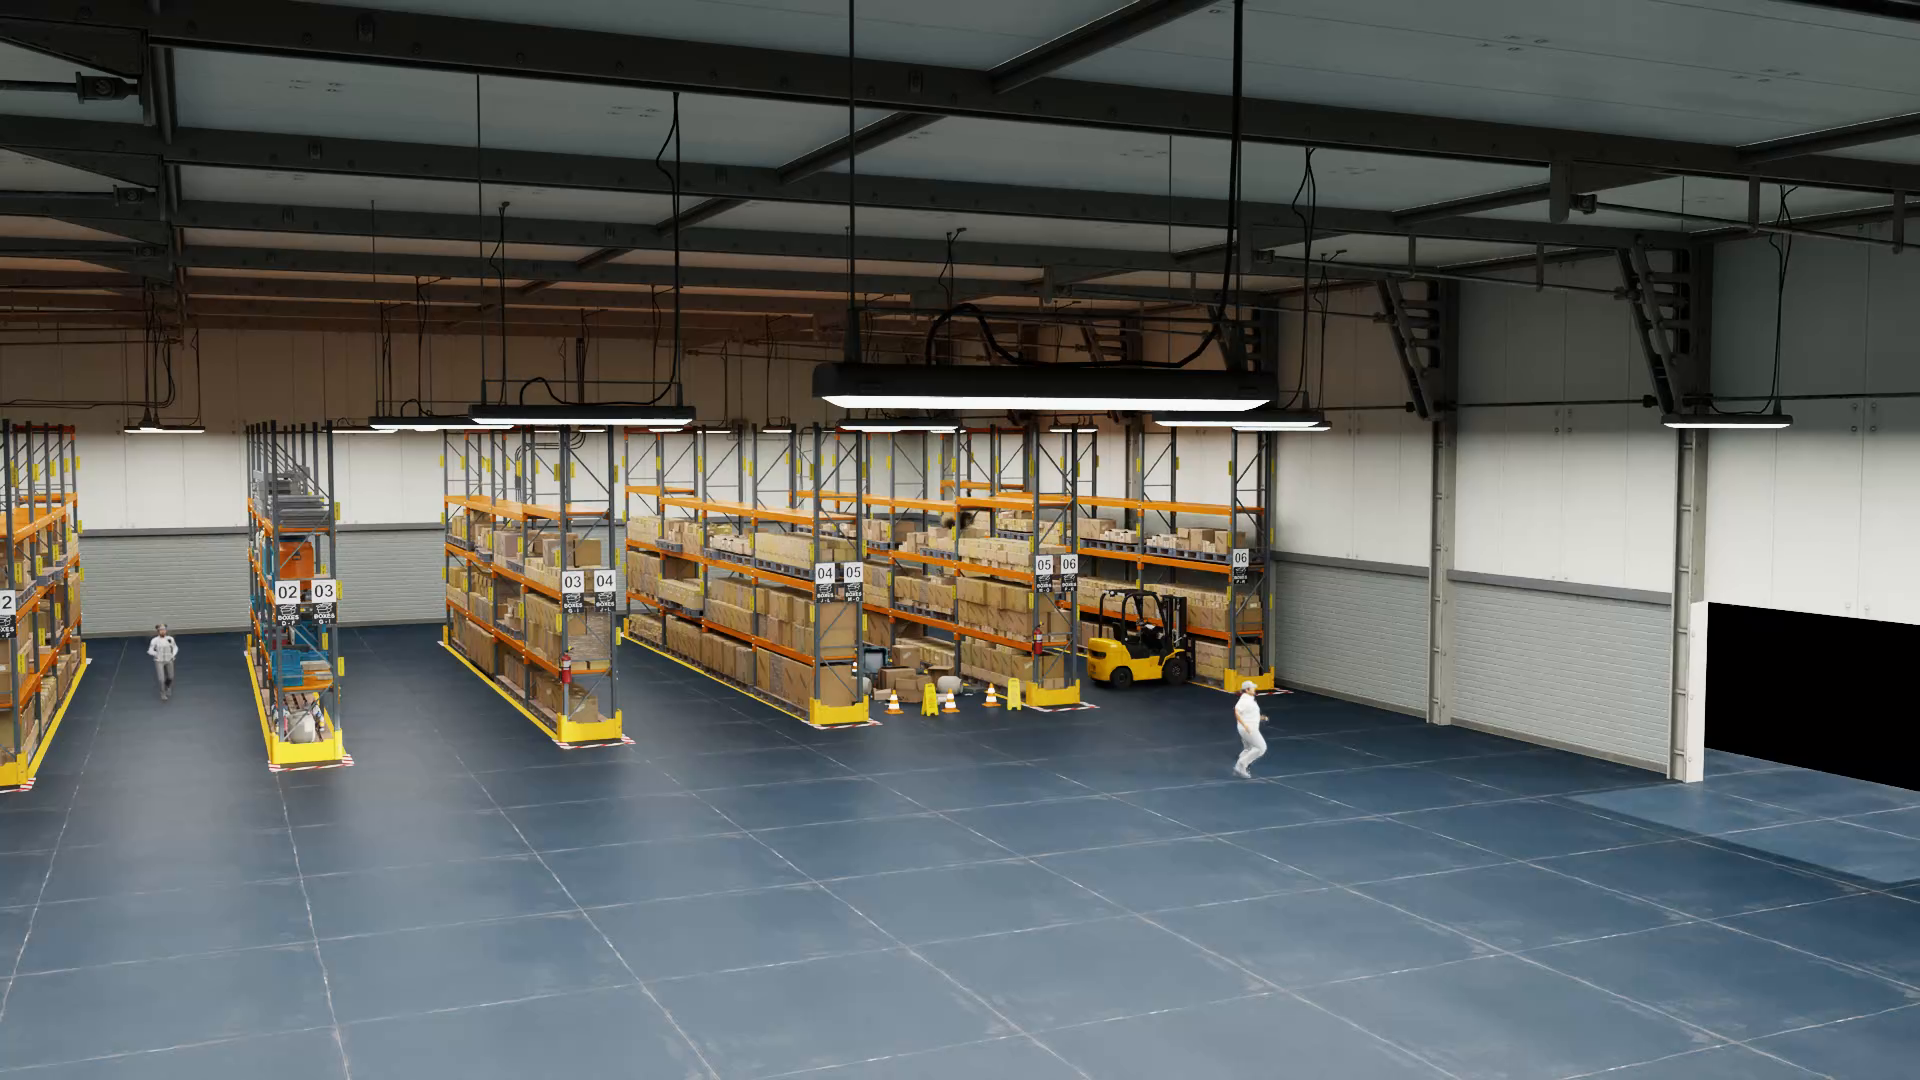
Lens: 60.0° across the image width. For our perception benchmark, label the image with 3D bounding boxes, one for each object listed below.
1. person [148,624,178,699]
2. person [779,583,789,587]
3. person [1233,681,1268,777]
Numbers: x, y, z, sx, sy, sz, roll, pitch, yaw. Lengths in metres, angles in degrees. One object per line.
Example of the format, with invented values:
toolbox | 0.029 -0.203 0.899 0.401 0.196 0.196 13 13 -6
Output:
person | -17.240 2.636 36.043 0.605 1.654 0.530 -2 4 -34
person | -5.416 1.686 51.106 0.915 1.674 0.681 0 4 -8
person | 4.863 3.167 27.800 0.583 1.611 0.592 1 4 10
